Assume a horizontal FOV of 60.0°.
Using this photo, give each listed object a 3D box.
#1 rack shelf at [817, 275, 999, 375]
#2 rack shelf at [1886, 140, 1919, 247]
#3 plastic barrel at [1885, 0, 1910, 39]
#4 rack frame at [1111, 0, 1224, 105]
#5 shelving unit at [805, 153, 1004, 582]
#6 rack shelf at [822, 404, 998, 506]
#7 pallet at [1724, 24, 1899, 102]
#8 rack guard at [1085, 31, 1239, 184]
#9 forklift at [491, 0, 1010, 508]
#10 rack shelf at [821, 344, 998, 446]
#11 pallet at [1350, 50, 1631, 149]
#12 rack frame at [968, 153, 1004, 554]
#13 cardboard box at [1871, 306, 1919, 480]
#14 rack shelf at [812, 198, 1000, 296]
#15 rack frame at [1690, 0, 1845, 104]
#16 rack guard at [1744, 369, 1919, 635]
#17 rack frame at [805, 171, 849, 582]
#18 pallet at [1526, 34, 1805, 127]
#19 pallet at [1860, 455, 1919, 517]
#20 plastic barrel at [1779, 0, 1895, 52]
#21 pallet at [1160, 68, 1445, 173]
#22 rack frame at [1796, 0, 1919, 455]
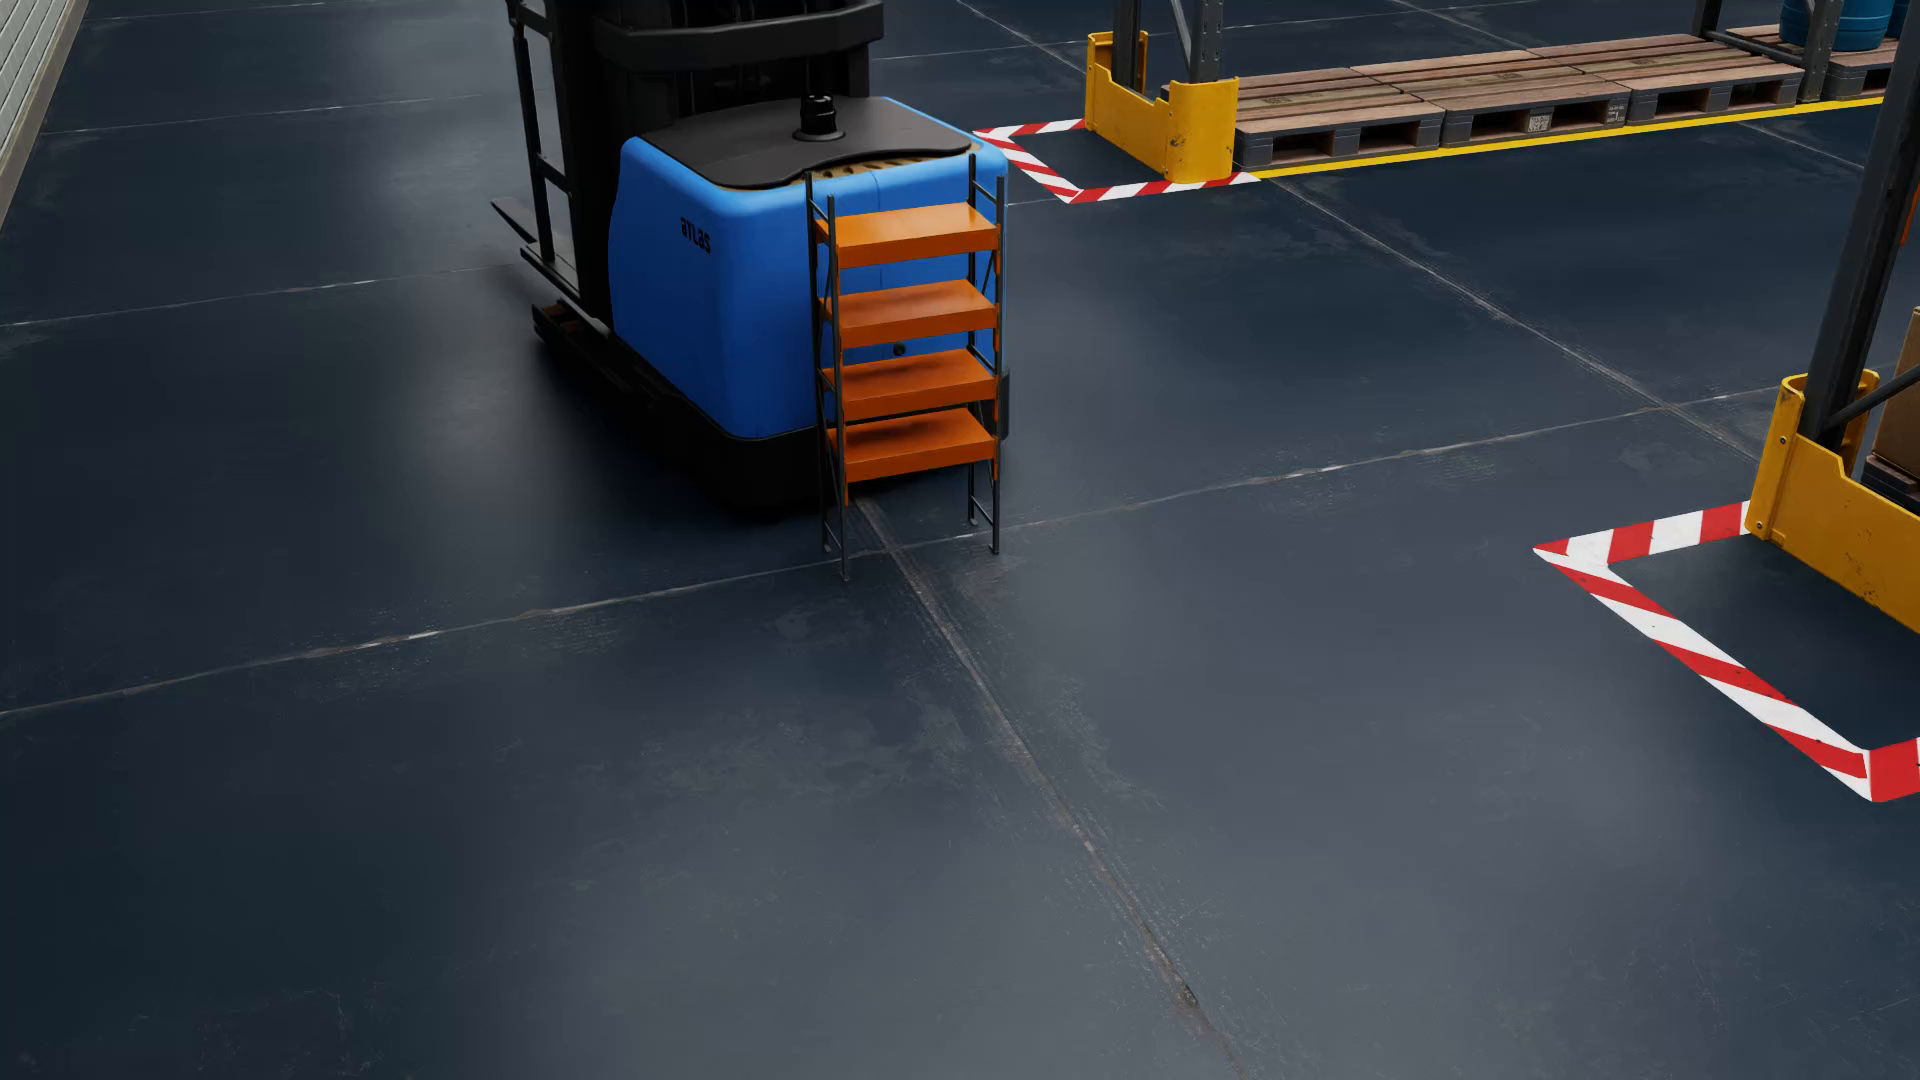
[{"bbox_3d":[-0.155,-0.629,4.825,0.480,0.148,0.258,-10,31,-18],"label":"rack shelf"},{"bbox_3d":[4.660,-1.137,4.943,4.000,0.370,1.077,-10,31,-18],"label":"rack shelf"},{"bbox_3d":[5.990,-3.573,10.186,0.708,0.901,0.600,-10,31,-18],"label":"plastic barrel"},{"bbox_3d":[1.062,-3.403,8.194,0.127,3.000,1.000,-10,31,-18],"label":"rack frame"},{"bbox_3d":[-0.155,-0.493,4.903,0.503,1.200,0.258,-10,31,-18],"label":"shelving unit"},{"bbox_3d":[-0.155,-0.262,5.034,0.480,0.148,0.258,-10,31,-18],"label":"rack shelf"},{"bbox_3d":[5.548,-2.996,10.296,1.213,0.211,1.003,-10,31,-18],"label":"pallet"},{"bbox_3d":[1.044,-2.307,8.794,0.348,0.500,1.175,-10,31,-18],"label":"rack guard"},{"bbox_3d":[-1.033,-2.066,5.916,1.130,2.935,3.031,-17,34,-27],"label":"forklift"},{"bbox_3d":[-0.155,-0.434,4.936,0.480,0.148,0.258,-10,31,-18],"label":"rack shelf"},{"bbox_3d":[2.990,-2.525,9.468,1.213,0.211,1.003,-10,31,-18],"label":"pallet"},{"bbox_3d":[0.074,-0.535,4.977,0.015,1.200,0.240,-10,31,-18],"label":"rack frame"},{"bbox_3d":[3.209,-0.418,5.034,0.500,0.500,0.500,-10,31,-18],"label":"cardboard box"},{"bbox_3d":[-0.155,-0.834,4.708,0.480,0.148,0.258,-10,31,-18],"label":"rack shelf"},{"bbox_3d":[4.811,-4.094,9.405,0.127,3.000,1.000,-10,31,-18],"label":"rack frame"},{"bbox_3d":[2.857,-0.032,4.800,0.348,0.500,1.175,-10,31,-18],"label":"rack guard"},{"bbox_3d":[-0.384,-0.451,4.829,0.015,1.200,0.240,-10,31,-18],"label":"rack frame"},{"bbox_3d":[4.135,-2.737,9.841,1.213,0.211,1.003,-10,31,-18],"label":"pallet"},{"bbox_3d":[3.604,-0.044,5.114,1.213,0.211,1.003,-10,31,-18],"label":"pallet"},{"bbox_3d":[5.327,-3.451,9.972,0.708,0.901,0.600,-10,31,-18],"label":"plastic barrel"},{"bbox_3d":[1.848,-2.316,9.102,1.213,0.211,1.003,-10,31,-18],"label":"pallet"},{"bbox_3d":[2.786,-1.105,4.159,0.127,3.000,1.000,-10,31,-18],"label":"rack frame"}]
